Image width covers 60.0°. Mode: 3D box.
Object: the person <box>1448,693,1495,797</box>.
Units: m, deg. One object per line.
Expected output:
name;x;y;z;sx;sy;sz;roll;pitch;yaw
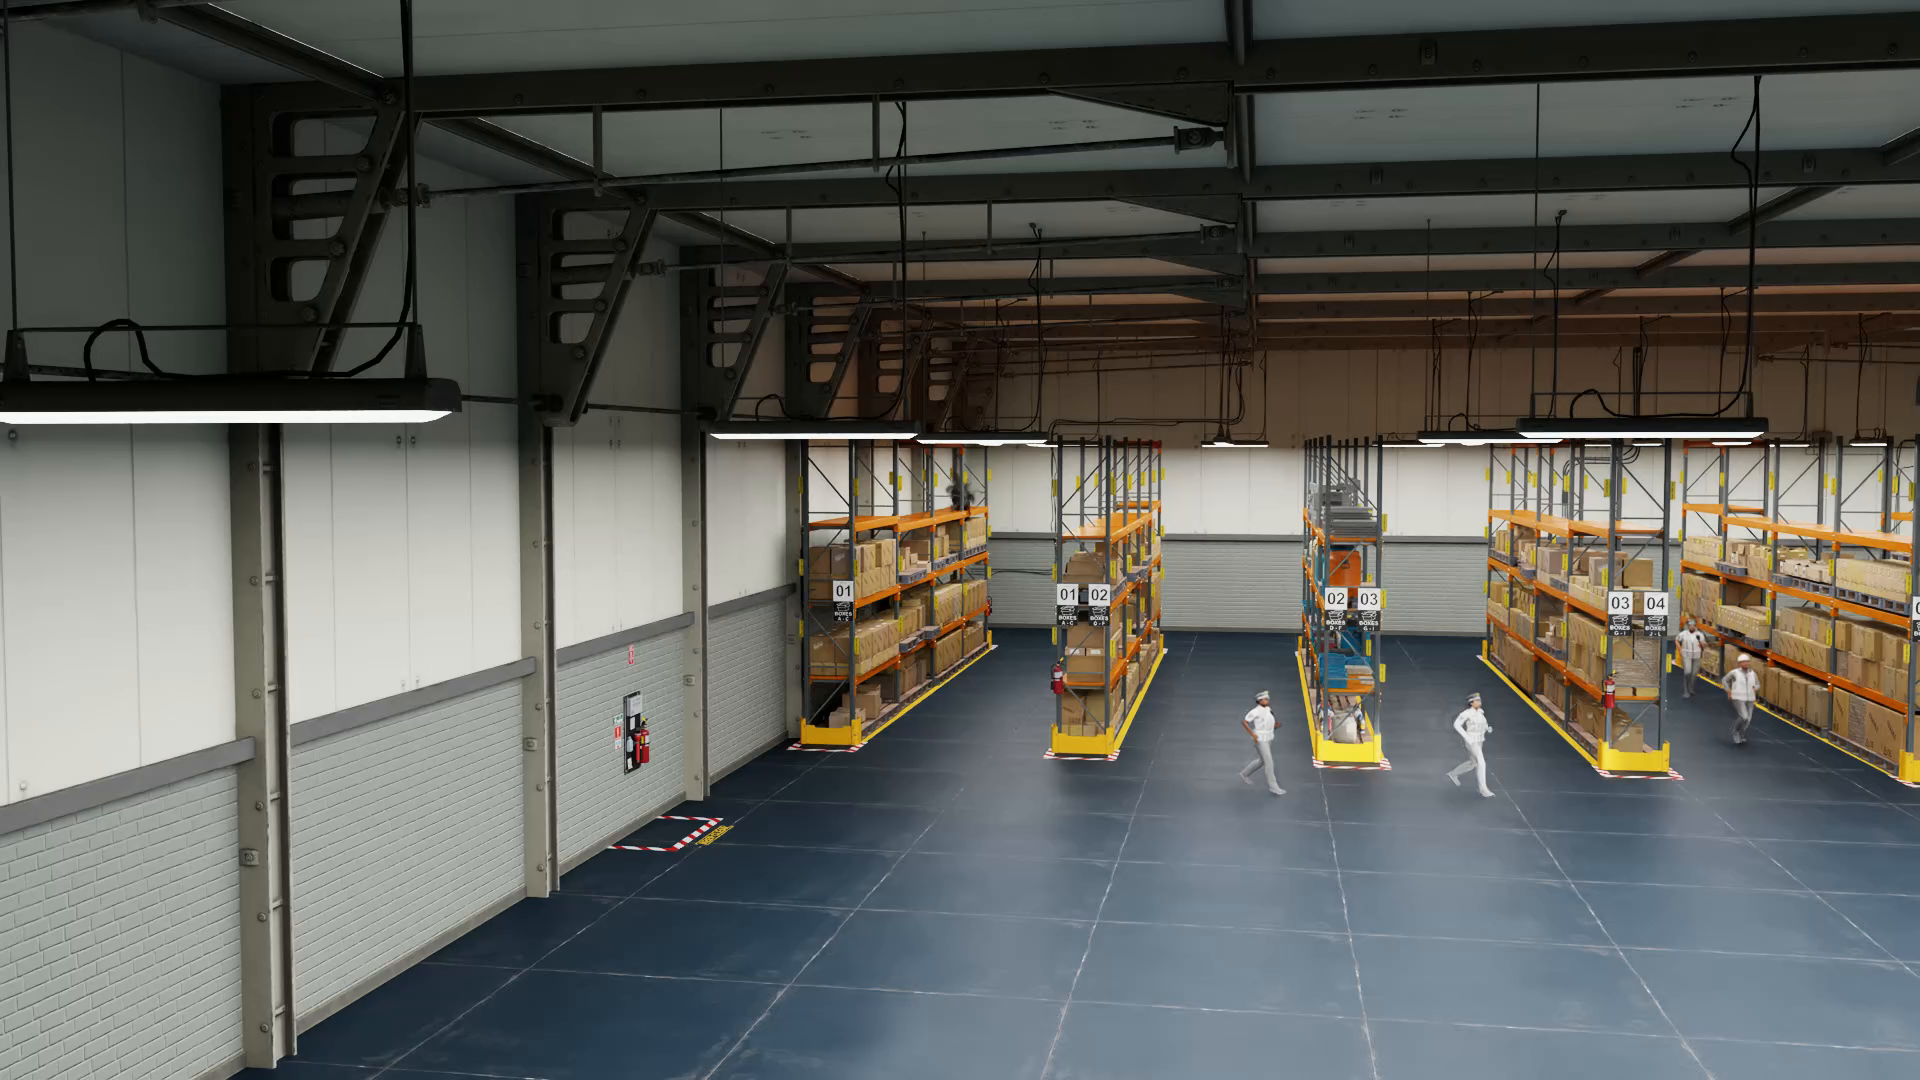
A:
person;8.548;3.378;27.729;0.600;1.710;0.861;-3;4;-42

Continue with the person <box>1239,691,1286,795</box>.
person;5.054;3.351;27.785;0.938;1.687;0.576;3;4;39

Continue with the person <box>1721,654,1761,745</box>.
person;15.191;3.096;32.223;0.637;1.751;0.670;0;3;-3

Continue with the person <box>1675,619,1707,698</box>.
person;16.975;2.756;38.592;0.633;1.843;0.751;1;3;11
